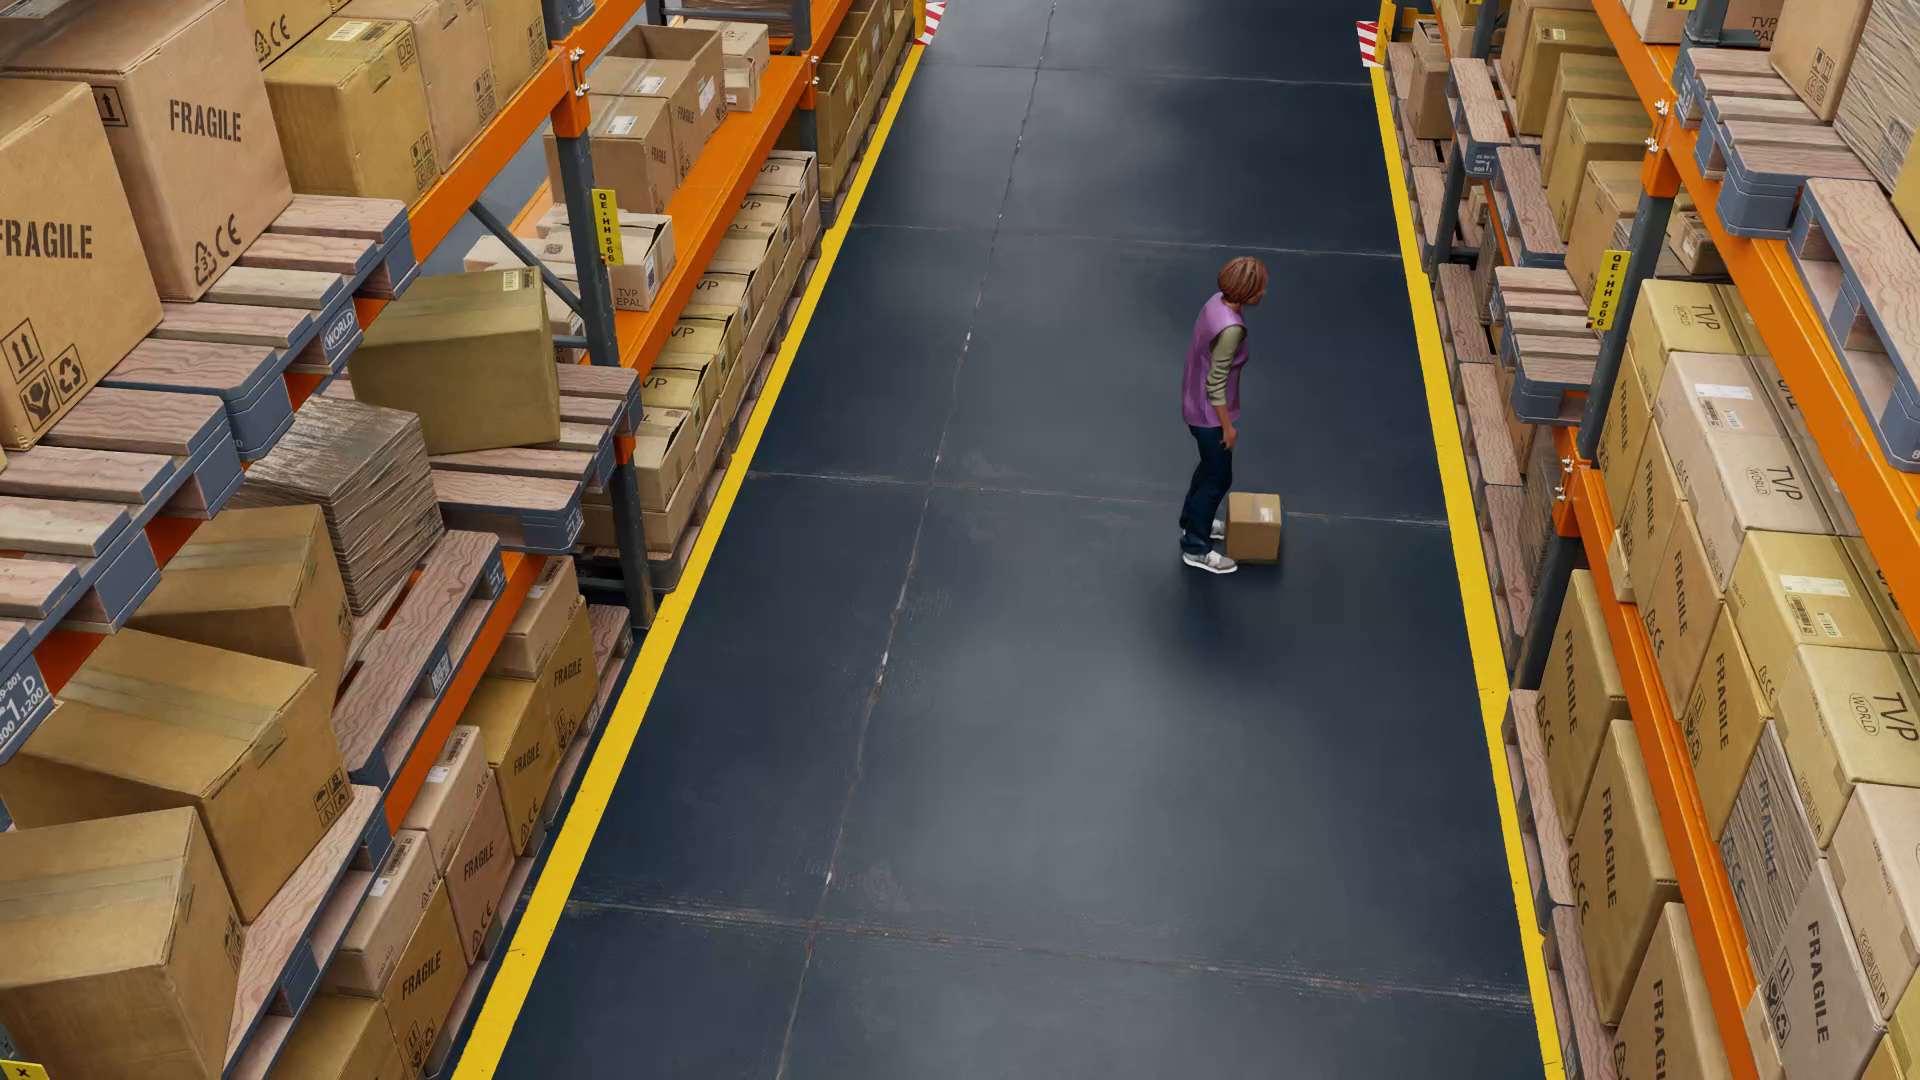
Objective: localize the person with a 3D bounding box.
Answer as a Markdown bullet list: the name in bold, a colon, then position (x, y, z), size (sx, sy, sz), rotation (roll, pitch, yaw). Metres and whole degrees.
- **person**: position (1.214, -0.608, 7.863), size (0.342, 1.593, 0.461), rotation (3, 37, 4)
